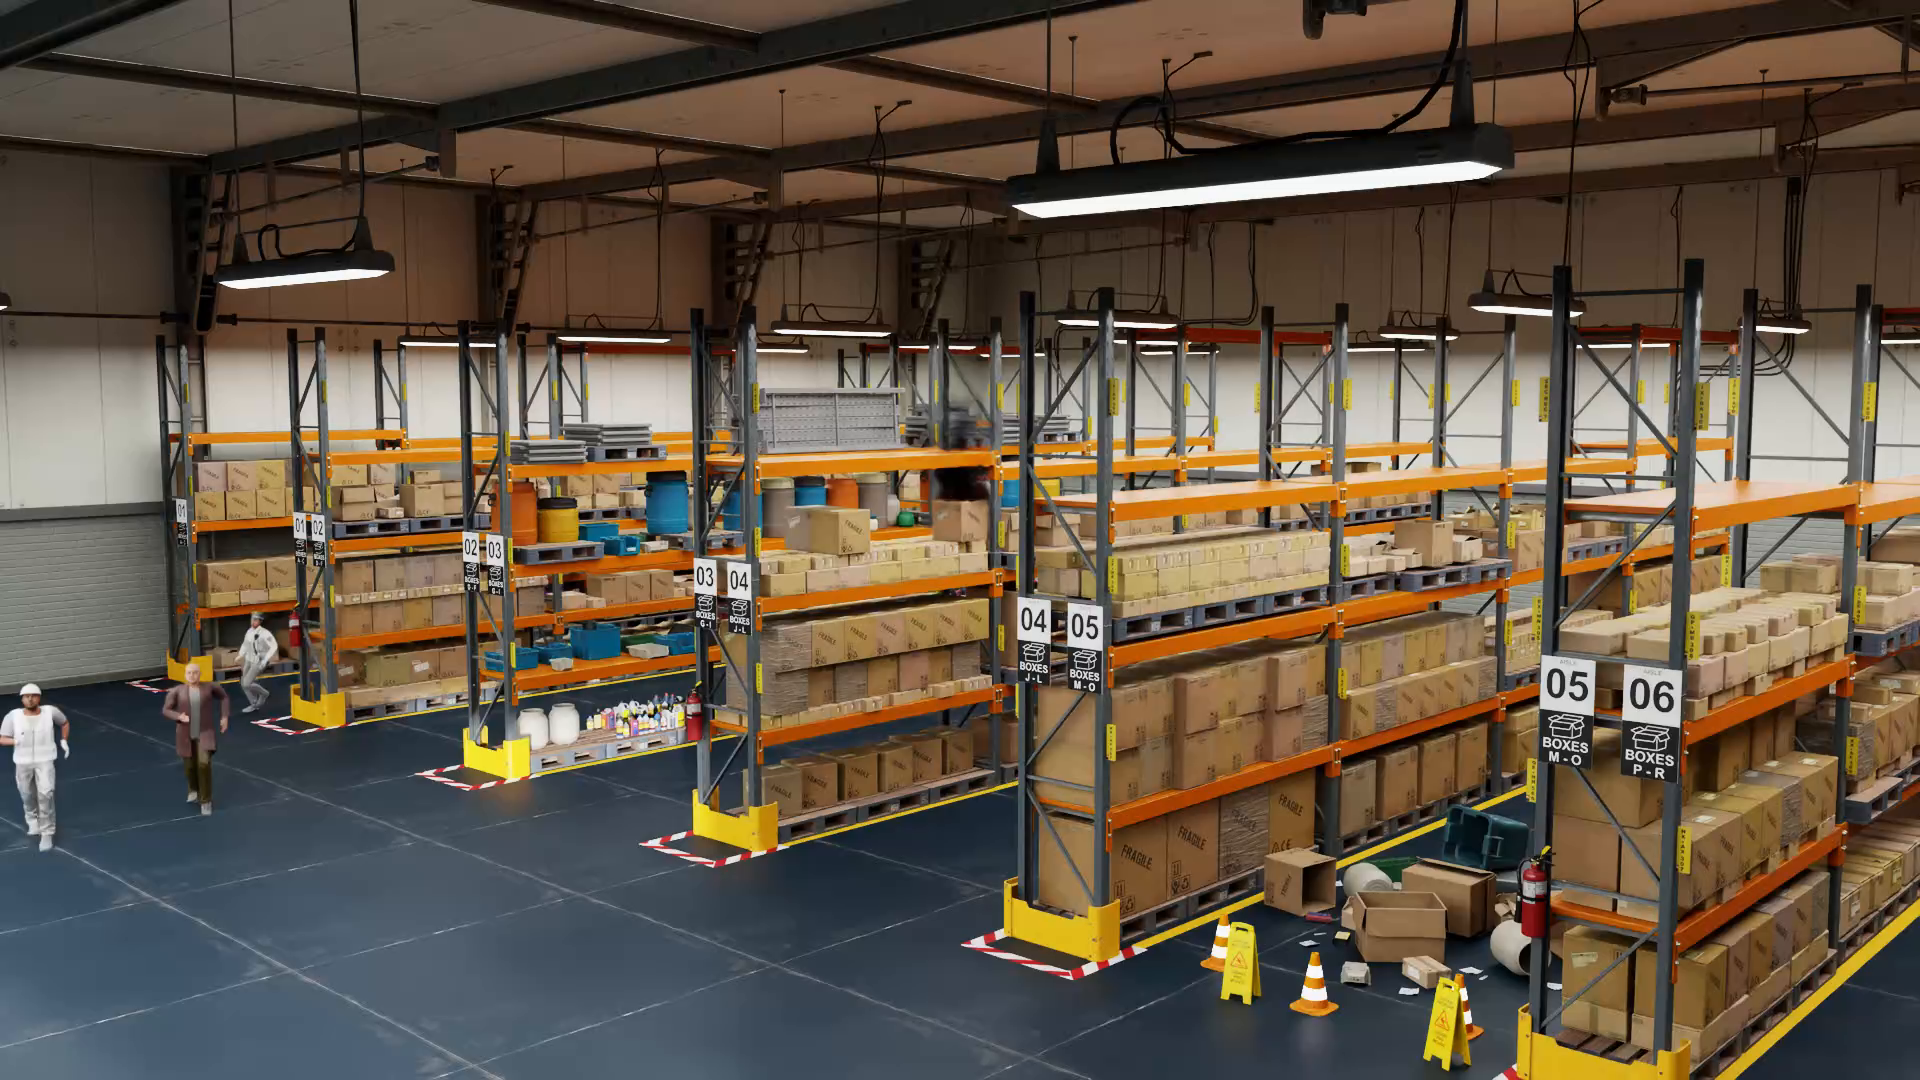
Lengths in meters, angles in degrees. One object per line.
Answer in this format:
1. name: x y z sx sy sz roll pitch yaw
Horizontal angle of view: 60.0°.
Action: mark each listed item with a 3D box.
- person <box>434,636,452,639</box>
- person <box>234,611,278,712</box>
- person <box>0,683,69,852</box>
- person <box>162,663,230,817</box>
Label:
1. person: -9.014 1.529 29.267 0.699 1.745 0.968 4 7 35
2. person: -11.058 1.912 26.084 0.671 1.633 0.492 3 6 31
3. person: -10.366 2.515 18.647 0.667 1.836 0.828 -2 6 -22
4. person: -9.234 2.404 20.136 0.740 1.867 0.846 -2 6 -20
